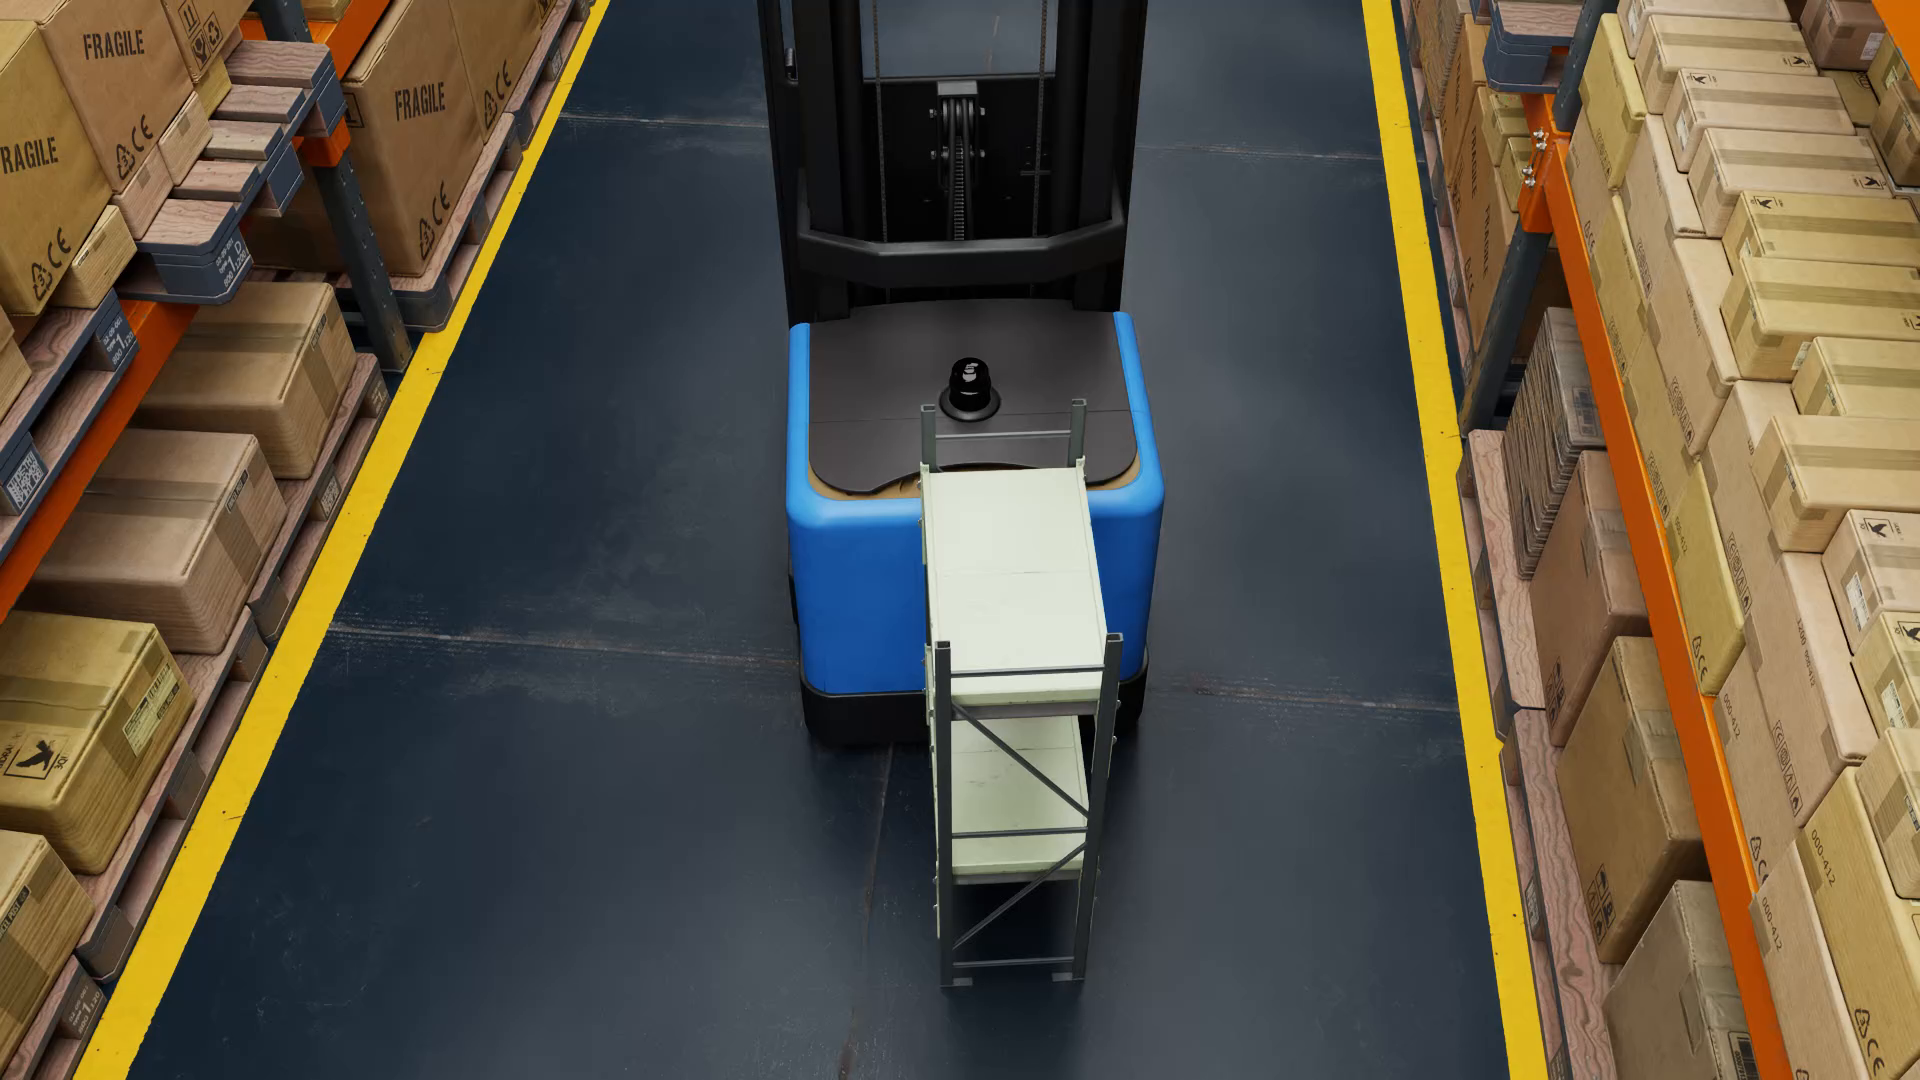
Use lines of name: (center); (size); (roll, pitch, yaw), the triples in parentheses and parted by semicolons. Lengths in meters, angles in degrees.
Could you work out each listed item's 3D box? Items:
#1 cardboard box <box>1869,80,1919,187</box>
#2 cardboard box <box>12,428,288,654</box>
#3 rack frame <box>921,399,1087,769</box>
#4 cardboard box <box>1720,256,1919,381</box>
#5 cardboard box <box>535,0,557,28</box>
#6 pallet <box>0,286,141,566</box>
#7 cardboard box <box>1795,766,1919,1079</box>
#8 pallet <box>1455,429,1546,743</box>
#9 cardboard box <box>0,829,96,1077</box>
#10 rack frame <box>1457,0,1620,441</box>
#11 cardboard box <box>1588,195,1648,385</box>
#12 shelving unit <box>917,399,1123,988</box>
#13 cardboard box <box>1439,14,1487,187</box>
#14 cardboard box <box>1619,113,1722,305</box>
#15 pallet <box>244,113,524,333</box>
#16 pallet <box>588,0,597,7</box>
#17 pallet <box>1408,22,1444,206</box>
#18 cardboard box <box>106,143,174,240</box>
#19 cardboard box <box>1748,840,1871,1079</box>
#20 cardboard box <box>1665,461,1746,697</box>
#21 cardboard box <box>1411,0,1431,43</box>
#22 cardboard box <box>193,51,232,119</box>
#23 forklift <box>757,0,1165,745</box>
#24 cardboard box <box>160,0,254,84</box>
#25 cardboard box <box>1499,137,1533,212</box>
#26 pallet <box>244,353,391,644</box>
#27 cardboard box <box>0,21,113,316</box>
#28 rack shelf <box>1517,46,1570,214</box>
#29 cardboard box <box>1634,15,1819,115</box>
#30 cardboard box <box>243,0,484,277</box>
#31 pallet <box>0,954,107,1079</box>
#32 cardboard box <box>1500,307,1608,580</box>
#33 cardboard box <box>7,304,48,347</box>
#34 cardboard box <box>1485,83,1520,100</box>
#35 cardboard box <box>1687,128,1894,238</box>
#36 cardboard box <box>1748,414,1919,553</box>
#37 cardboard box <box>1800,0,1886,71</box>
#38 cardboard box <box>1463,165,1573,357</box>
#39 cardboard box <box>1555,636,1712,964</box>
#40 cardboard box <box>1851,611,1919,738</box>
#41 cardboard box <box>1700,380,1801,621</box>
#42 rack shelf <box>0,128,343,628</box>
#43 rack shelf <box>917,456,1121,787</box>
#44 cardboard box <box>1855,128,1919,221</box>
cardboard box: (2.511, -1.002, 4.126); (0.380, 0.149, 0.250); (4, 48, 3)
cardboard box: (-2.728, -0.016, 5.228); (0.950, 0.372, 0.625); (3, 48, 3)
rack frame: (0.105, 0.180, 4.569); (0.400, 1.500, 0.023); (-2, 48, -2)
cardboard box: (1.907, -0.477, 3.646); (0.380, 0.149, 0.250); (5, 48, 4)
cardboard box: (-2.294, -2.957, 7.577); (0.875, 0.875, 0.875); (5, 48, 5)
pallet: (-2.747, -0.197, 4.027); (1.003, 0.211, 1.213); (4, 48, 4)
cardboard box: (1.801, 0.677, 2.861); (0.500, 0.250, 0.500); (3, 48, 3)
pallet: (2.222, 0.156, 5.464); (1.003, 0.211, 1.213); (4, 48, 4)
cardboard box: (-2.864, 1.052, 4.251); (0.950, 0.372, 0.625); (7, 48, 6)
rack frame: (2.336, -1.388, 4.986); (1.000, 3.000, 0.127); (4, 48, 4)
cardboard box: (2.001, -0.658, 4.421); (0.500, 0.250, 0.500); (3, 48, 3)
shelving unit: (0.126, 0.450, 4.322); (0.431, 1.500, 0.755); (-2, 48, -2)
cardboard box: (2.262, -1.763, 6.739); (0.500, 0.500, 0.500); (6, 48, 5)
cardboard box: (2.006, -0.828, 4.238); (0.500, 0.250, 0.500); (5, 48, 5)
pallet: (-2.460, -1.352, 6.843); (1.003, 0.211, 1.213); (4, 48, 4)
pallet: (-2.238, -3.145, 8.483); (1.003, 0.211, 1.213); (4, 48, 4)
pallet: (2.556, -1.887, 7.333); (1.003, 0.211, 1.213); (4, 48, 4)
cardboard box: (-2.364, -0.944, 4.467); (0.380, 0.149, 0.250); (2, 48, 2)
cardboard box: (1.797, 0.845, 3.046); (0.500, 0.250, 0.500); (4, 48, 3)
cardboard box: (1.913, 0.102, 3.726); (0.500, 0.250, 0.500); (5, 48, 5)
cardboard box: (2.344, -2.526, 7.437); (0.500, 0.500, 0.500); (3, 48, 2)
cardboard box: (-2.355, -1.317, 4.807); (0.380, 0.149, 0.250); (5, 48, 4)
forklift: (-0.035, -1.448, 5.088); (1.130, 2.935, 3.031); (-2, 48, -2)
cardboard box: (-2.372, -1.642, 4.665); (0.500, 0.500, 0.500); (3, 48, 2)
cardboard box: (2.129, -1.285, 5.862); (0.380, 0.149, 0.250); (2, 48, 2)
pallet: (-2.680, -0.203, 5.793); (1.003, 0.211, 1.213); (4, 48, 4)
cardboard box: (-2.453, -0.890, 3.977); (0.500, 0.500, 0.500); (1, 48, 1)
rack shelf: (2.518, -2.614, 6.596); (1.077, 0.370, 4.000); (4, 48, 4)
cardboard box: (1.991, -1.230, 4.335); (0.380, 0.149, 0.250); (5, 48, 4)
cardboard box: (-2.462, -1.645, 6.377); (0.875, 0.875, 0.875); (3, 48, 3)
pallet: (-2.902, 1.590, 4.153); (1.003, 0.211, 1.213); (4, 48, 4)
cardboard box: (2.266, -0.270, 5.289); (0.875, 0.625, 0.625); (5, 48, 5)
cardboard box: (-2.524, -0.565, 4.120); (0.380, 0.149, 0.250); (4, 48, 4)
cardboard box: (2.191, -1.678, 6.222); (0.380, 0.149, 0.250); (2, 48, 2)
cardboard box: (1.982, -0.846, 3.984); (0.380, 0.149, 0.250); (4, 48, 4)
cardboard box: (1.816, -0.108, 3.308); (0.380, 0.149, 0.250); (3, 48, 2)
cardboard box: (2.508, -1.388, 4.479); (0.380, 0.149, 0.250); (5, 48, 5)
cardboard box: (2.161, -1.011, 6.051); (0.500, 0.500, 0.500); (5, 48, 5)
cardboard box: (2.153, 0.705, 4.397); (0.875, 0.625, 0.625); (2, 48, 2)
cardboard box: (1.840, 0.276, 2.958); (0.380, 0.149, 0.250); (3, 48, 3)
cardboard box: (1.918, -0.068, 3.542); (0.500, 0.250, 0.500); (4, 48, 4)
rack shelf: (-2.790, -0.006, 4.210); (1.077, 0.370, 4.000); (4, 48, 4)
rack shelf: (0.126, 0.187, 4.034); (0.431, 0.370, 0.720); (-2, 48, -2)
cardboard box: (2.527, -0.781, 4.194); (0.500, 0.250, 0.500); (4, 48, 4)
